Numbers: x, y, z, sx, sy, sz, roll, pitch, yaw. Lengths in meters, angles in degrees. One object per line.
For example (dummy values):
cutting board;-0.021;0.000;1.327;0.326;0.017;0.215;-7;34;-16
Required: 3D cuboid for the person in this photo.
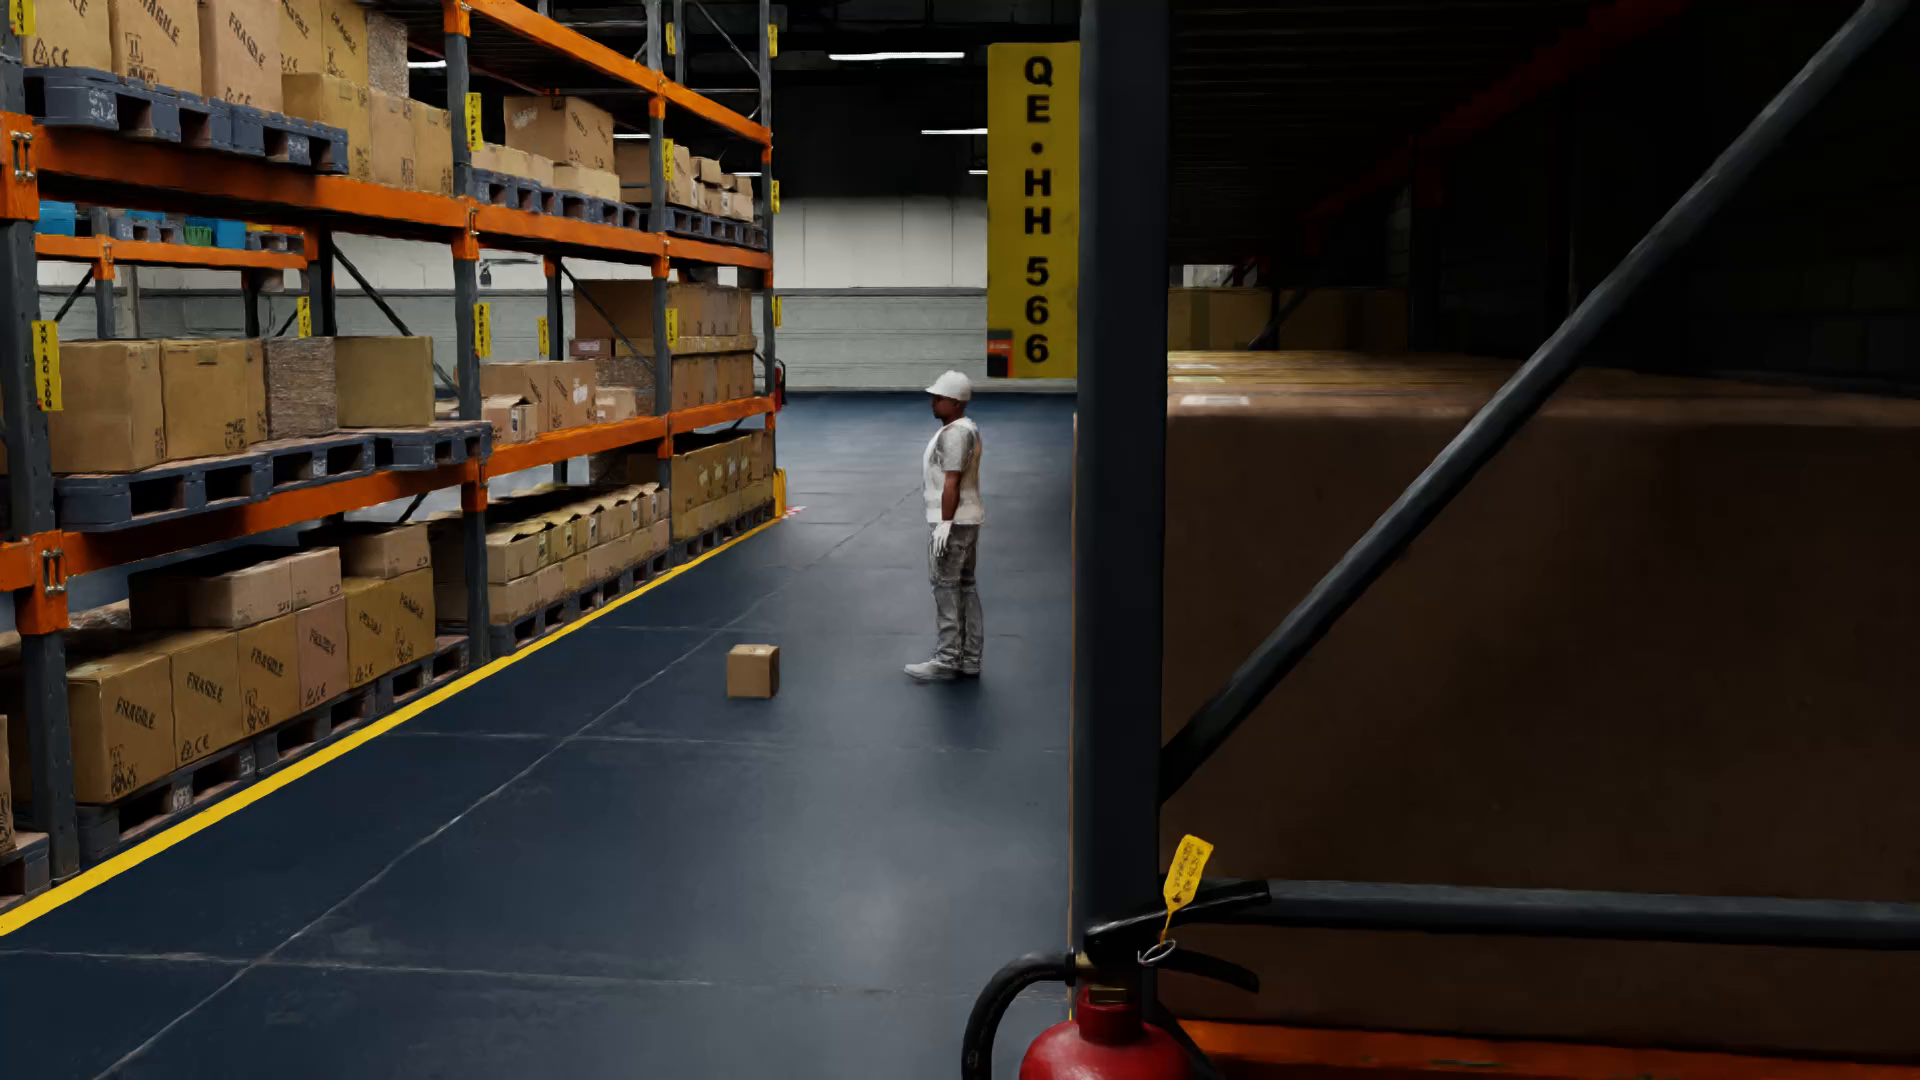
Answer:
person;-0.080;-0.090;9.727;0.452;1.791;0.671;1;8;8
